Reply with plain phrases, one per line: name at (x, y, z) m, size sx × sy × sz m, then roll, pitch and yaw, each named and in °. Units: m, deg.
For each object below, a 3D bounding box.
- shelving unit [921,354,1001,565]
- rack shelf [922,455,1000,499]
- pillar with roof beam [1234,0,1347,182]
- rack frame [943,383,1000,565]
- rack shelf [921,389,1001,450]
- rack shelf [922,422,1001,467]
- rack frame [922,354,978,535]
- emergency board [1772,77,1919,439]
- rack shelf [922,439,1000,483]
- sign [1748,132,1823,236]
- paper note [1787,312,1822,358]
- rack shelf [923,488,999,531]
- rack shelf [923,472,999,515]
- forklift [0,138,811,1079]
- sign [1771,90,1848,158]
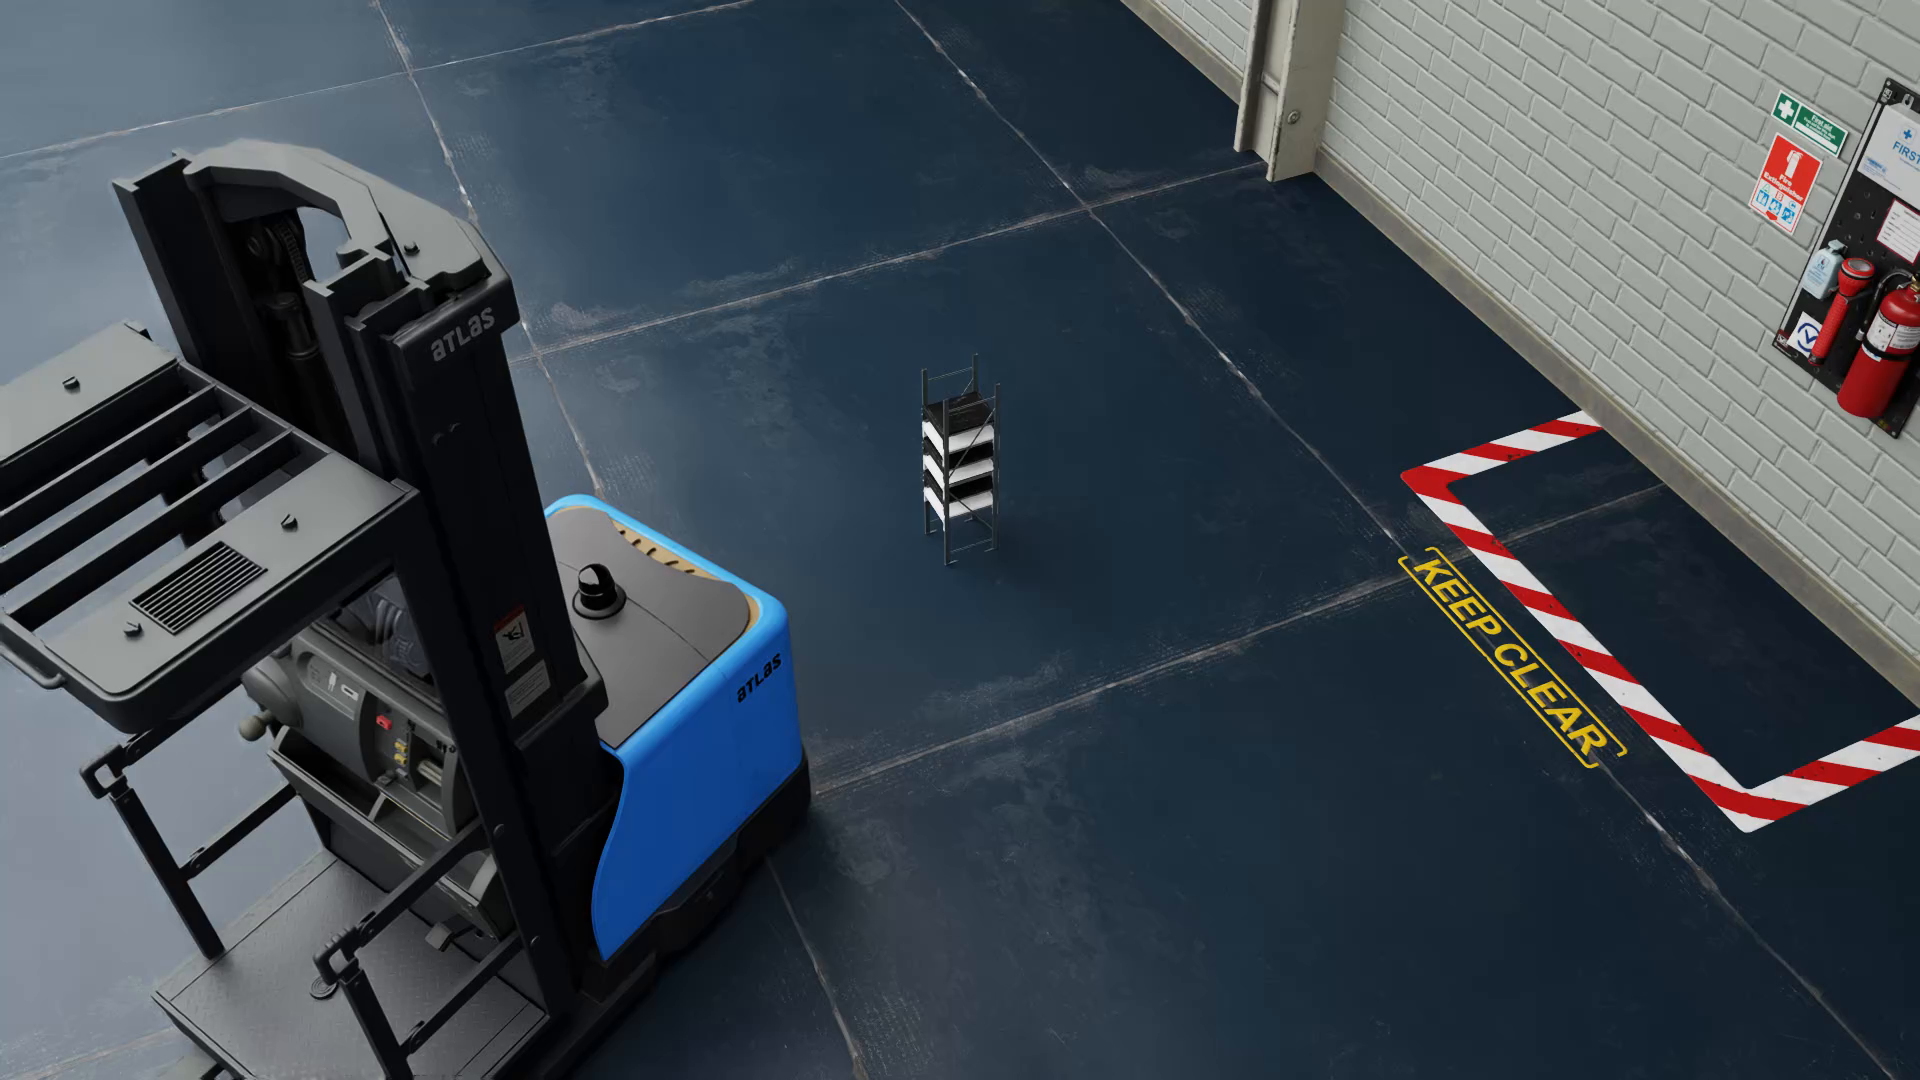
shelving unit at (0.003, -0.315, 6.798) m, size 0.258 × 0.900 × 0.210 m, roll -18°, pitch 47°, yaw -17°
rack shelf at (0.003, -0.291, 6.821) m, size 0.258 × 0.077 × 0.200 m, roll -18°, pitch 47°, yaw -17°
pillar with roof beam at (-2.147, -4.061, 4.828) m, size 9.100 × 9.000 × 0.400 m, roll -18°, pitch 47°, yaw -17°
rack frame at (0.046, -0.250, 6.732) m, size 0.240 × 0.900 × 0.006 m, roll -18°, pitch 47°, yaw -17°
rack shelf at (0.003, -0.484, 6.631) m, size 0.258 × 0.077 × 0.200 m, roll -18°, pitch 47°, yaw -17°
rack shelf at (0.003, -0.420, 6.695) m, size 0.258 × 0.077 × 0.200 m, roll -18°, pitch 47°, yaw -17°
rack frame at (-0.039, -0.380, 6.863) m, size 0.240 × 0.900 × 0.006 m, roll -18°, pitch 47°, yaw -17°
emergency board at (3.278, -0.960, 5.956) m, size 0.194 × 1.169 × 0.643 m, roll -18°, pitch 47°, yaw -17°
rack shelf at (0.003, -0.355, 6.758) m, size 0.258 × 0.077 × 0.200 m, roll -18°, pitch 47°, yaw -17°
sign at (3.139, -1.355, 6.331) m, size 0.001 × 0.329 × 0.234 m, roll -18°, pitch 47°, yaw -17°
paper note at (3.266, -0.779, 6.400) m, size 0.016 × 0.148 × 0.142 m, roll -18°, pitch 47°, yaw -17°
rack shelf at (0.003, -0.163, 6.947) m, size 0.258 × 0.077 × 0.200 m, roll -18°, pitch 47°, yaw -17°
rack shelf at (0.003, -0.227, 6.884) m, size 0.258 × 0.077 × 0.200 m, roll -18°, pitch 47°, yaw -17°
forklift at (-1.815, 0.573, 4.451) m, size 1.130 × 2.935 × 3.031 m, roll 27°, pitch 51°, yaw 25°
sign at (3.132, -1.538, 6.139) m, size 0.001 × 0.109 × 0.331 m, roll -18°, pitch 47°, yaw -17°
